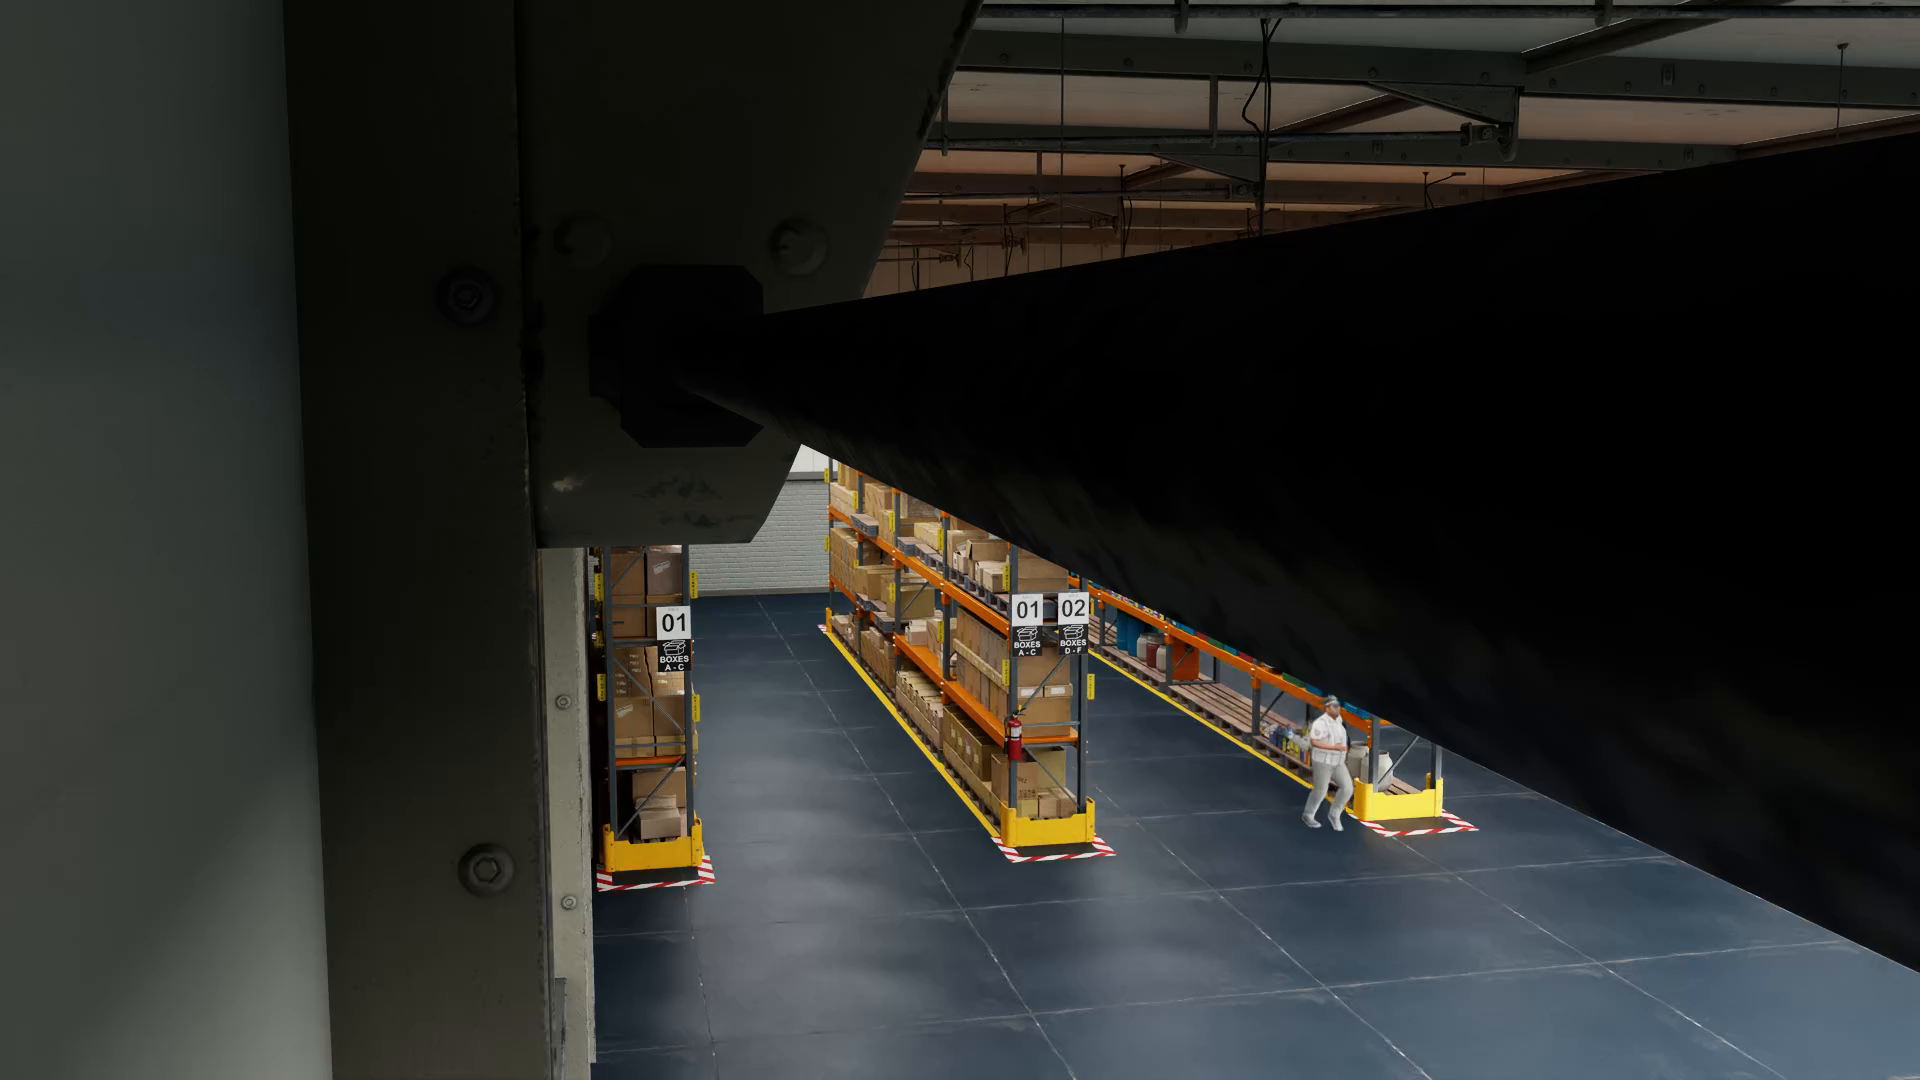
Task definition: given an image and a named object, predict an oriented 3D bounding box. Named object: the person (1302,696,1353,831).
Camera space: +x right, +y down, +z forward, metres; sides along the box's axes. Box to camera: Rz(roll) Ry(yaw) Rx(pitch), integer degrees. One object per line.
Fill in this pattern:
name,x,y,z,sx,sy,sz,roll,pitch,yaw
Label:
person,4.825,2.912,21.622,0.672,1.848,0.684,-5,8,-36
